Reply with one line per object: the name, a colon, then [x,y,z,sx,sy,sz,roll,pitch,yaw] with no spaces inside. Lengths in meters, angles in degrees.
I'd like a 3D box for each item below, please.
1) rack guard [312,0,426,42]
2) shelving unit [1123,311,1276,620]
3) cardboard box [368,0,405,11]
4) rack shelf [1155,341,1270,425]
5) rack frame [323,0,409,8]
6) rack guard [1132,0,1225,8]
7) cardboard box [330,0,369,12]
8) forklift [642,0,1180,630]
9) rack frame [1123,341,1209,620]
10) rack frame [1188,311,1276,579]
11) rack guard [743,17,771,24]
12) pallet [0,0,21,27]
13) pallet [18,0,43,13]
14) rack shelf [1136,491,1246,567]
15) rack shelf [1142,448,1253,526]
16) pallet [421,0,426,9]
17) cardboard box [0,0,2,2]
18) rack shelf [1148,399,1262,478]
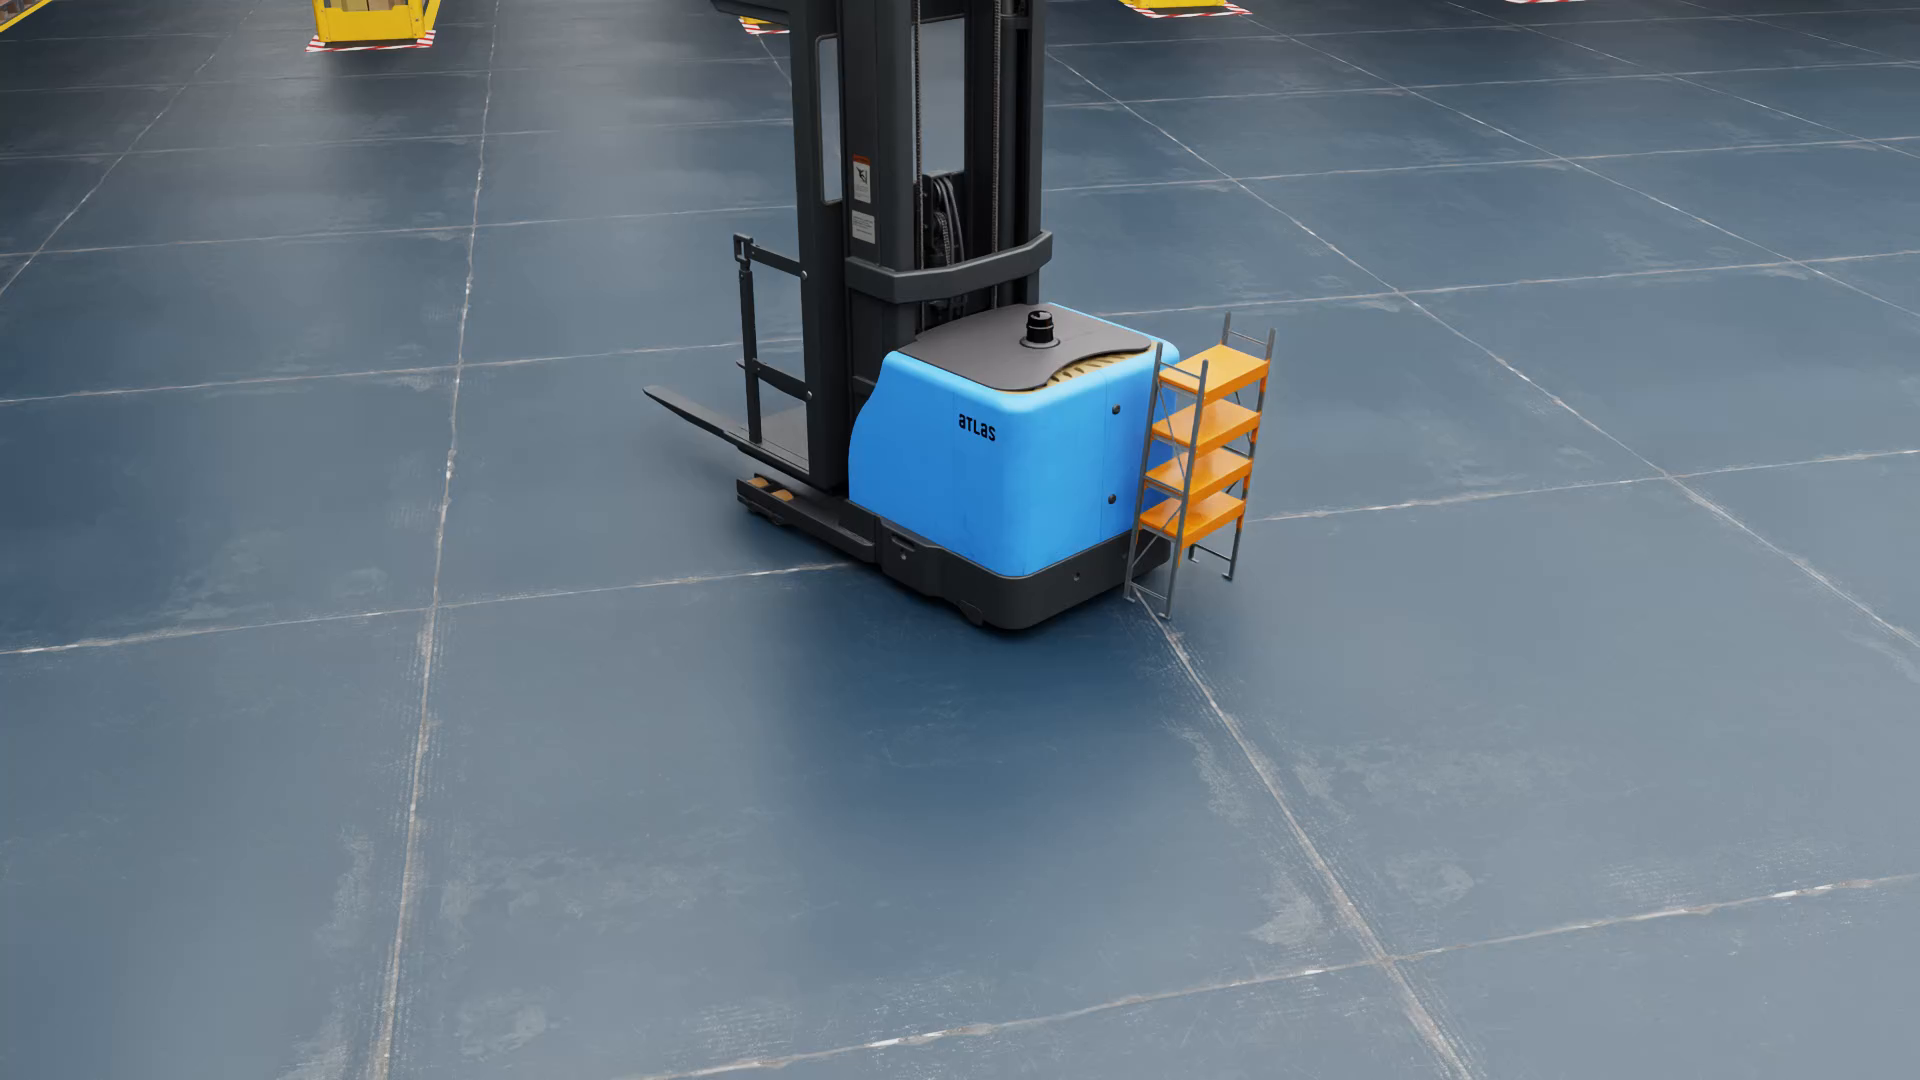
rack guard: [-6.818,-6.062,19.206,1.175,0.500,0.348,-6,27,-12]
shelving unit: [1.001,-0.308,7.006,0.258,1.200,0.503,27,37,34]
cardboard box: [-6.728,-6.407,19.700,0.500,0.250,0.500,-6,27,-12]
rack shelf: [1.026,-0.647,6.809,0.258,0.148,0.480,27,37,34]
rack frame: [-6.824,-7.189,18.664,1.000,3.000,0.127,-6,27,-12]
rack guard: [2.812,-7.111,21.283,1.175,0.500,0.348,-6,27,-12]
cardboard box: [-7.232,-6.354,19.596,0.500,0.250,0.500,-6,27,-12]
forklift: [-0.424,-1.516,7.501,1.130,2.935,3.031,-22,34,-37]
rack frame: [0.839,-0.225,6.843,0.240,1.200,0.015,27,37,34]
rack frame: [1.163,-0.390,7.168,0.240,1.200,0.015,27,37,34]
rack guard: [-2.060,-6.603,20.277,1.175,0.500,0.348,-6,27,-12]
pallet: [-12.086,-6.367,20.131,1.003,0.211,1.213,-6,27,-12]
pallet: [-12.365,-6.904,21.194,1.003,0.211,1.213,-6,27,-12]
rack shelf: [0.984,-0.078,7.139,0.258,0.148,0.480,27,37,34]
rack shelf: [0.997,-0.250,7.039,0.258,0.148,0.480,27,37,34]
pallet: [-7.308,-6.810,21.008,1.003,0.211,1.213,-6,27,-12]
cardboard box: [-11.962,-6.655,19.892,0.700,0.500,0.500,-8,28,-15]
rack shelf: [1.011,-0.443,6.927,0.258,0.148,0.480,27,37,34]
